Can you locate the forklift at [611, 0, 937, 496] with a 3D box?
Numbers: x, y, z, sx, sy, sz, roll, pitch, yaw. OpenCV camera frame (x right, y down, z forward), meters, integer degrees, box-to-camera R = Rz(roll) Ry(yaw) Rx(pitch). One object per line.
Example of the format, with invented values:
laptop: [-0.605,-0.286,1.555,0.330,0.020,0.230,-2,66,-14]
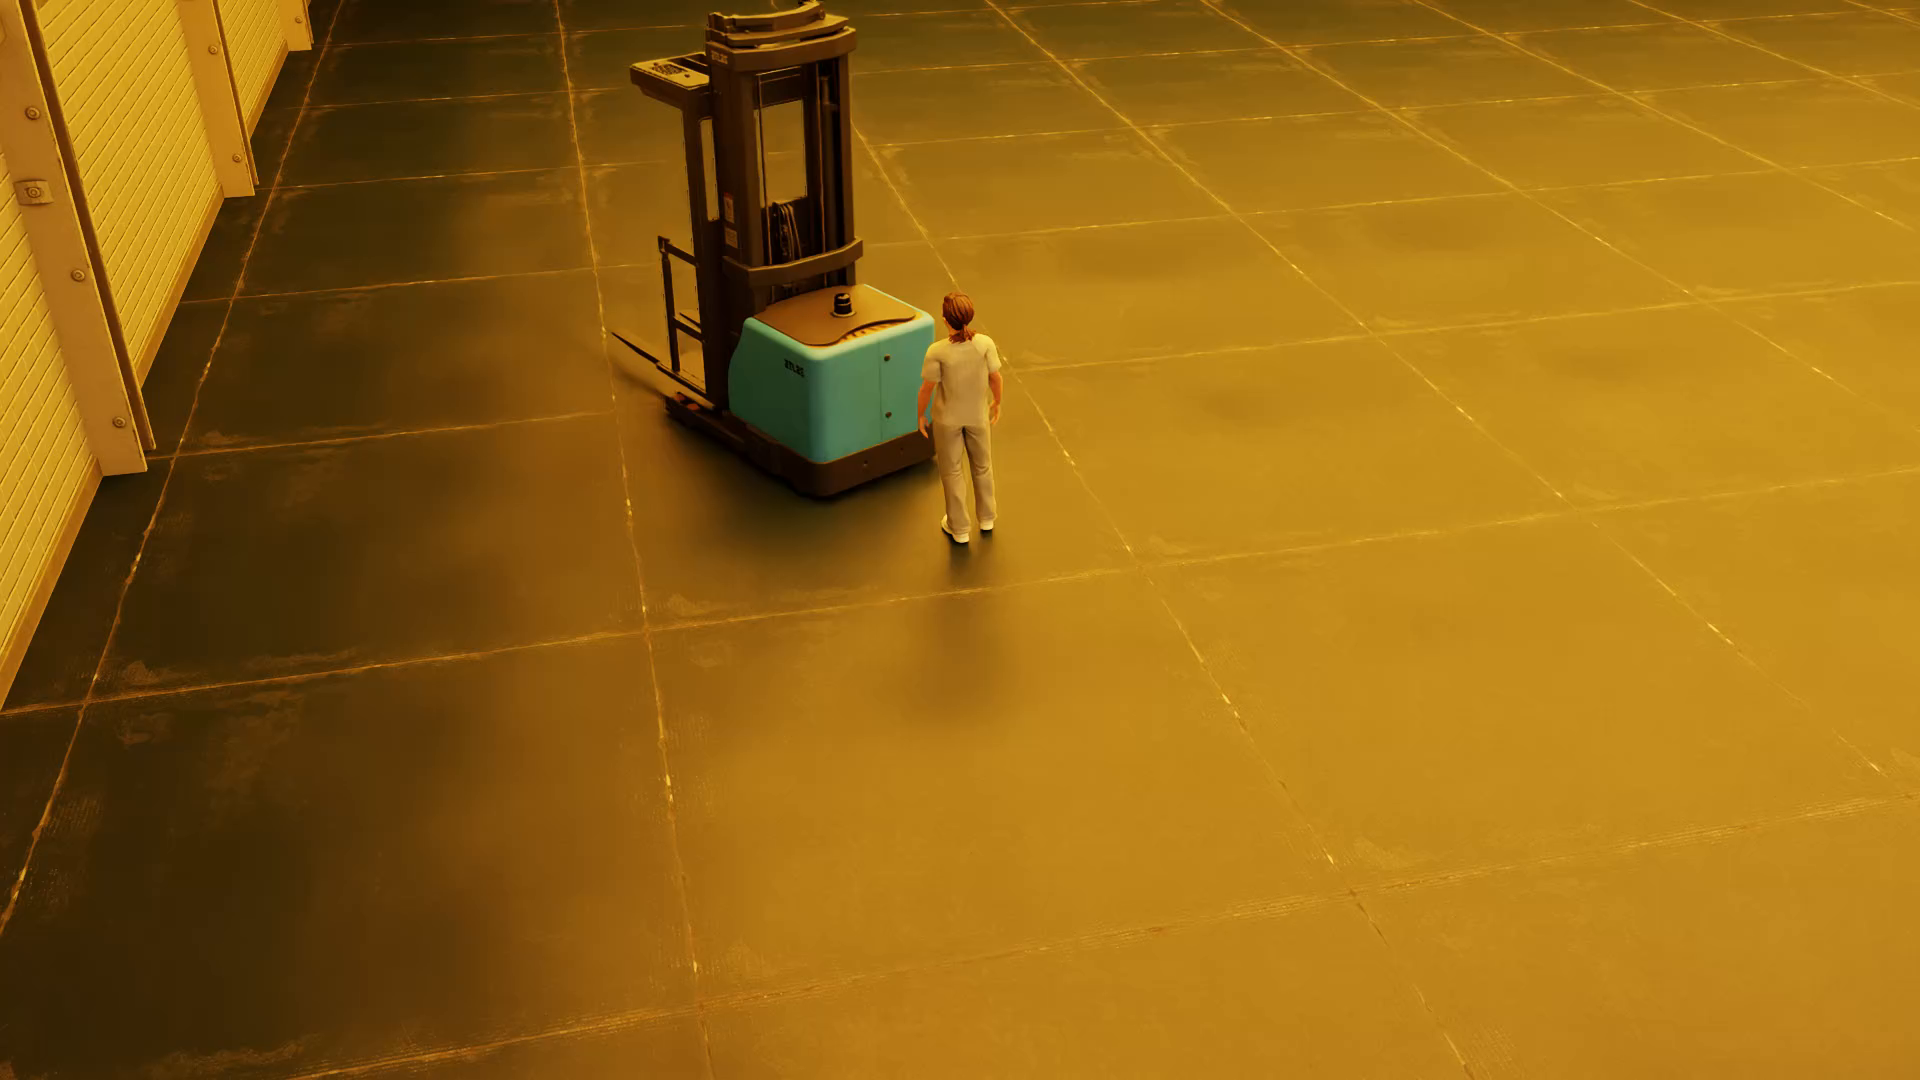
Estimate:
forklift: [-1.476,-2.222,11.412,1.130,2.935,3.031,-23,37,-34]

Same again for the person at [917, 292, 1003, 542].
person: [-0.004,-0.769,10.141,0.550,1.675,0.549,-7,31,-12]
